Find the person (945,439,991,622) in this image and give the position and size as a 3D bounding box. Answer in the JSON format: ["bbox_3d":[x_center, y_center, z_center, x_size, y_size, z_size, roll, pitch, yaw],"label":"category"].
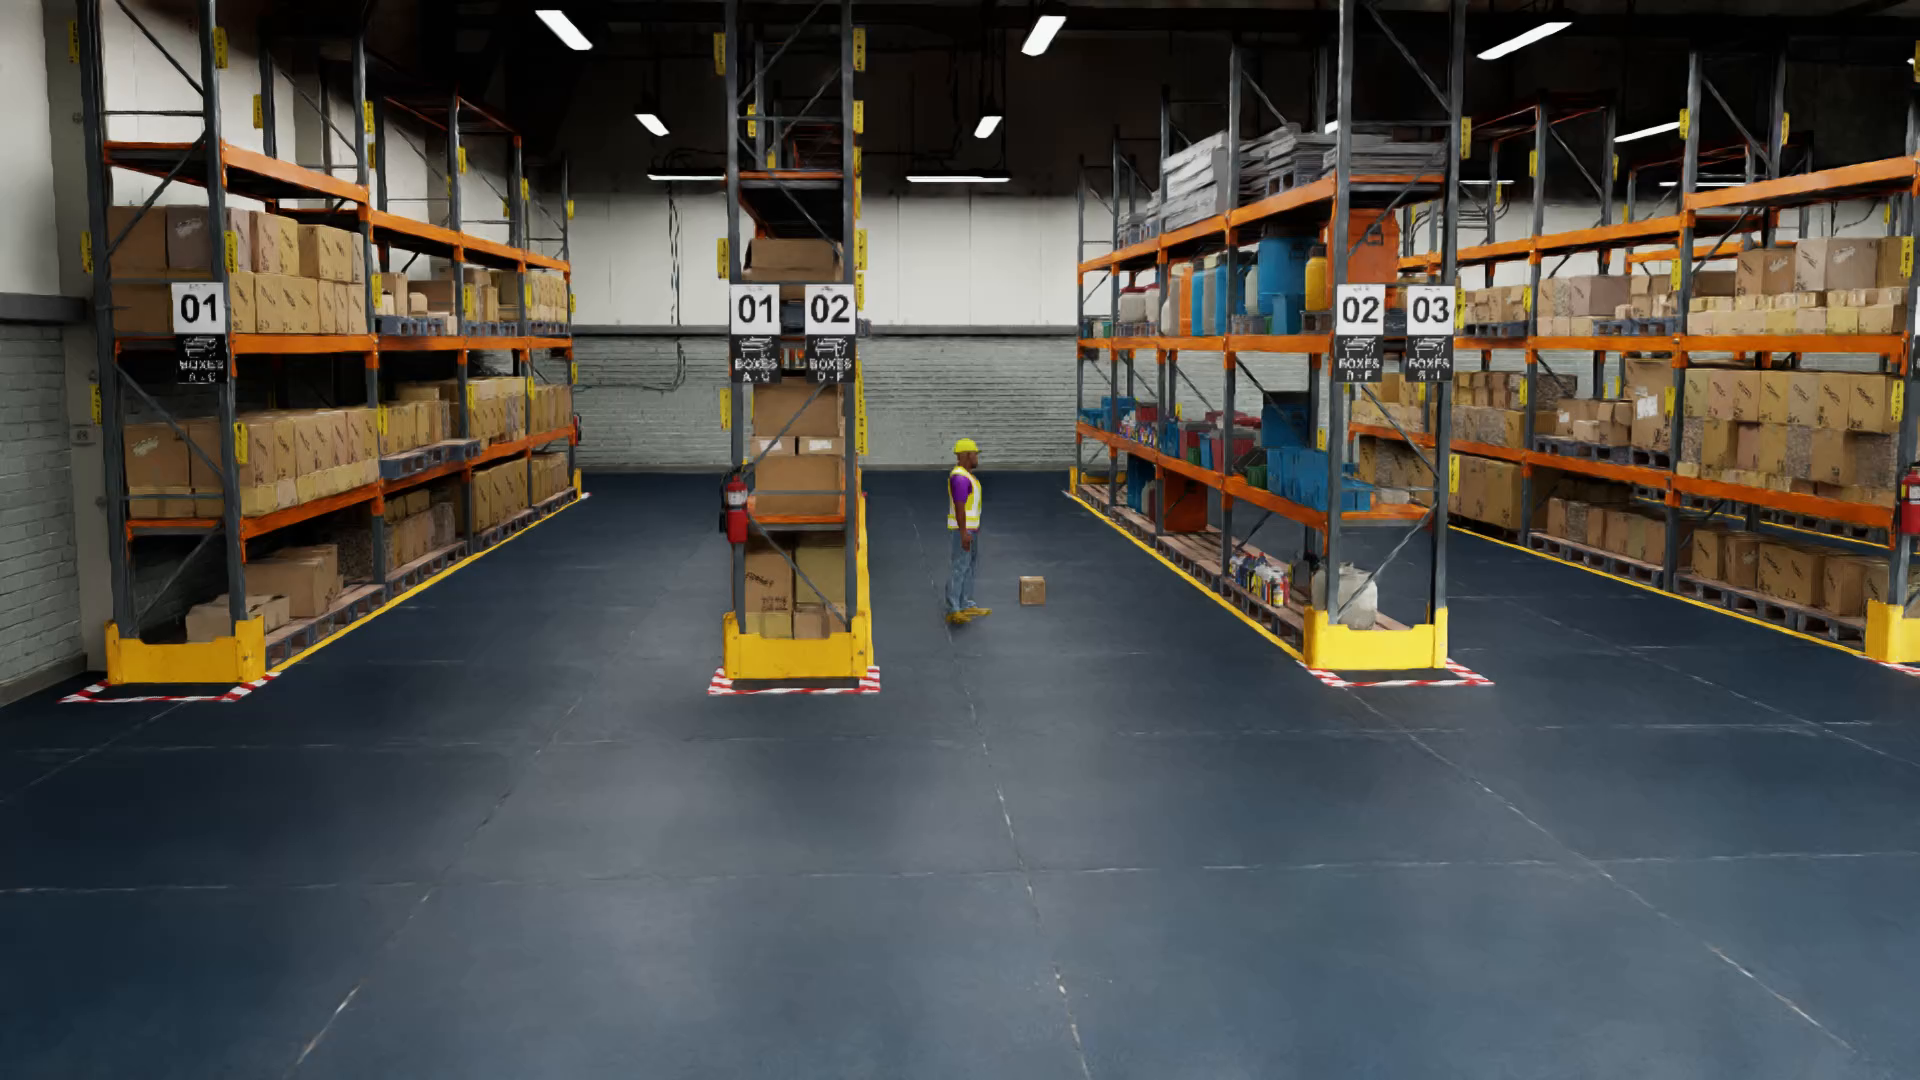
[{"bbox_3d":[0.077,-0.109,16.312,0.419,1.768,0.631,1,7,8],"label":"person"}]
